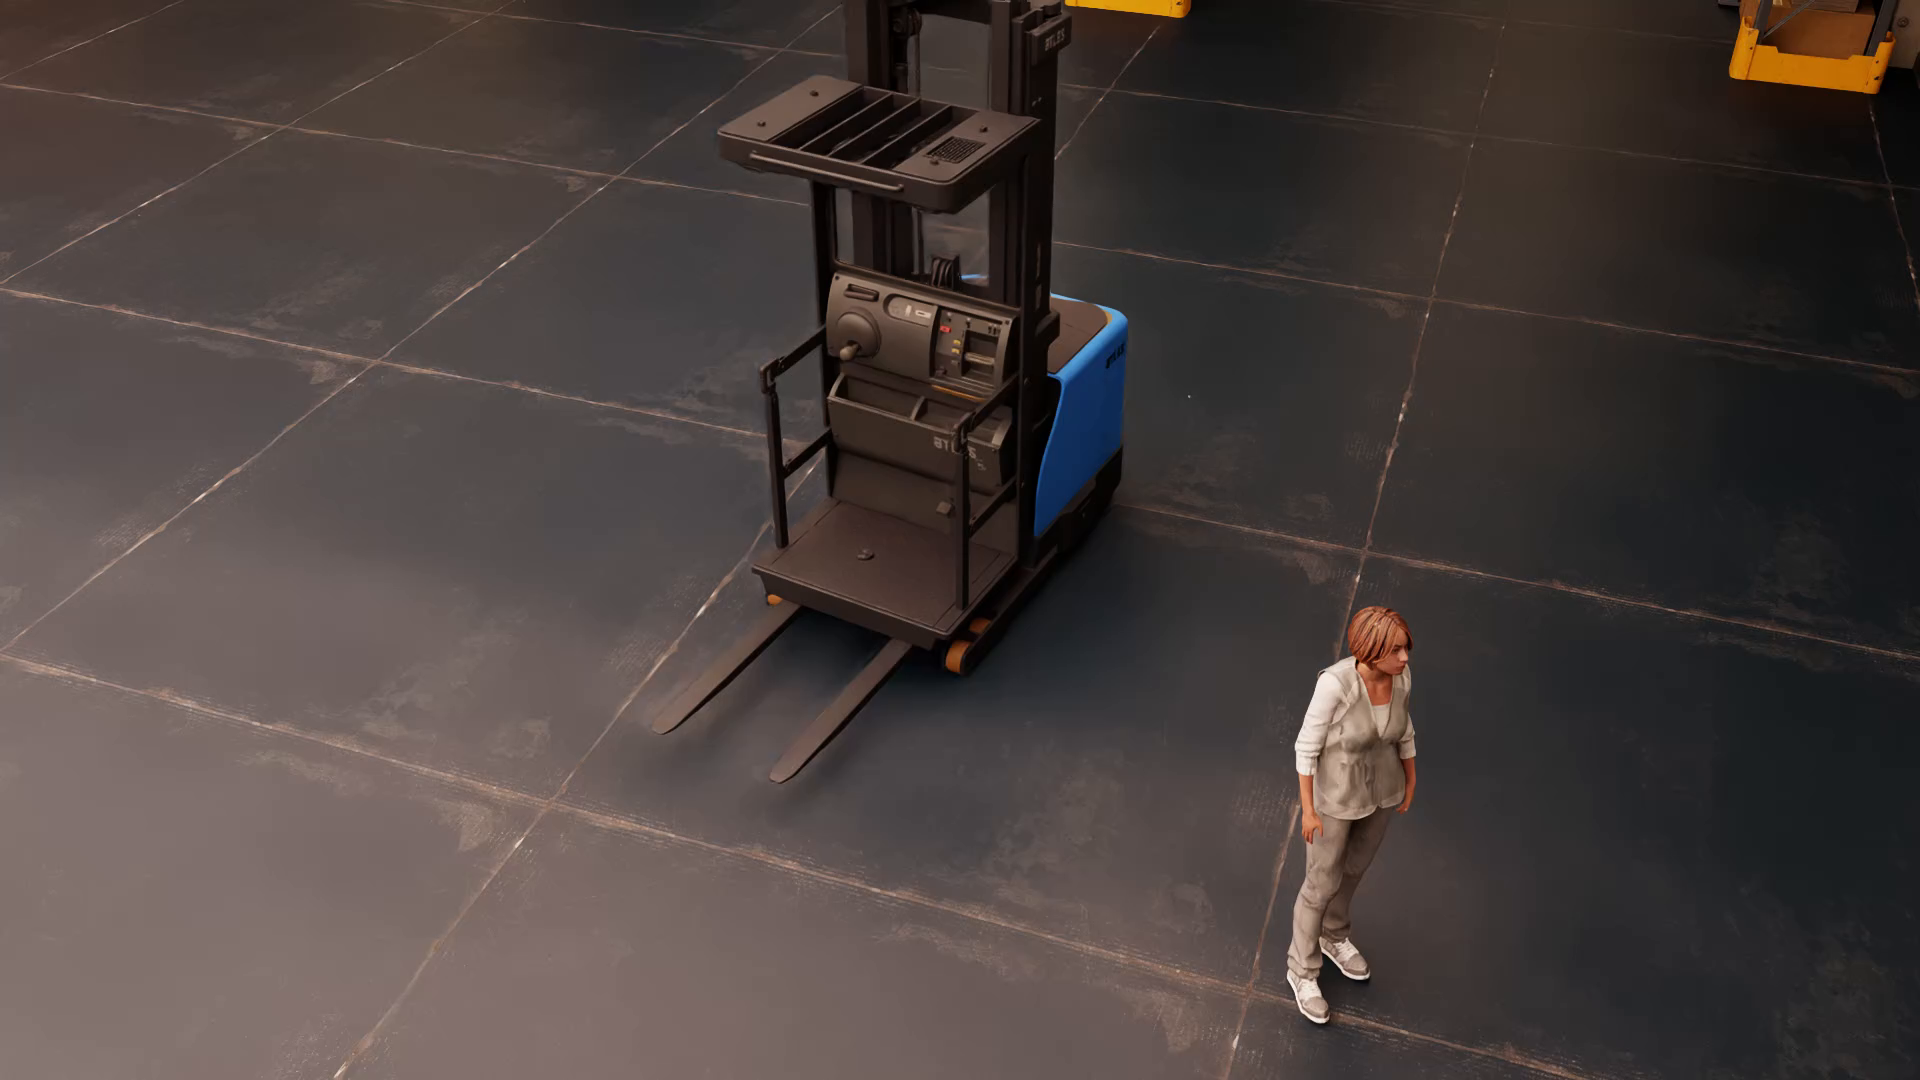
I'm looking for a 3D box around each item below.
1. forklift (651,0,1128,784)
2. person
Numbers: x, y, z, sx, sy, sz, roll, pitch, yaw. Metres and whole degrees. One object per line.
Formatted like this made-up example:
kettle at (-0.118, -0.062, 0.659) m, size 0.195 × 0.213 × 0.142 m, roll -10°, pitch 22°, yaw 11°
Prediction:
forklift at (-0.293, -0.870, 7.337) m, size 1.130 × 2.935 × 3.031 m, roll 18°, pitch 39°, yaw 23°
person at (1.430, 0.960, 5.898) m, size 0.520 × 1.597 × 0.474 m, roll -16°, pitch 38°, yaw -21°
